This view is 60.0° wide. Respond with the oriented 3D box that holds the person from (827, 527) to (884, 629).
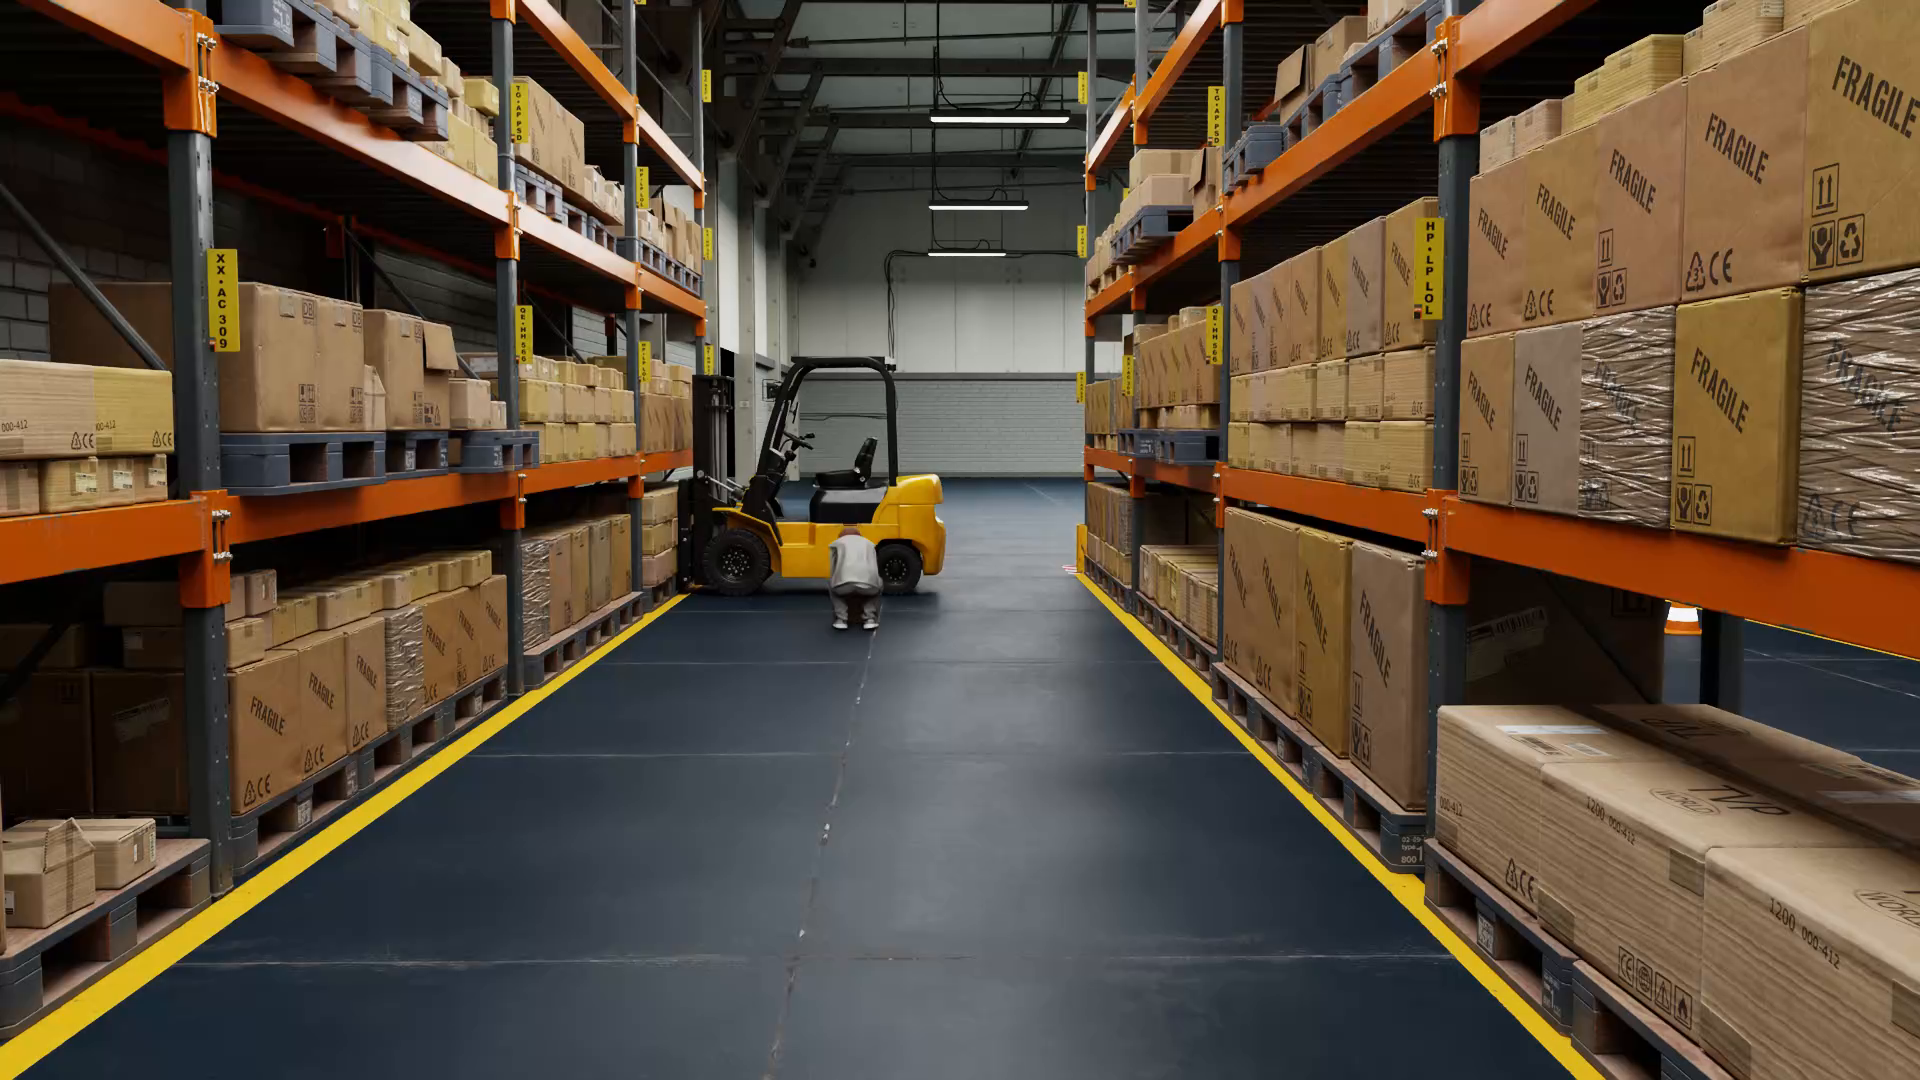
[{"bbox_3d":[-0.801,0.299,12.697,0.435,0.765,0.808,0,4,-1],"label":"person"}]
